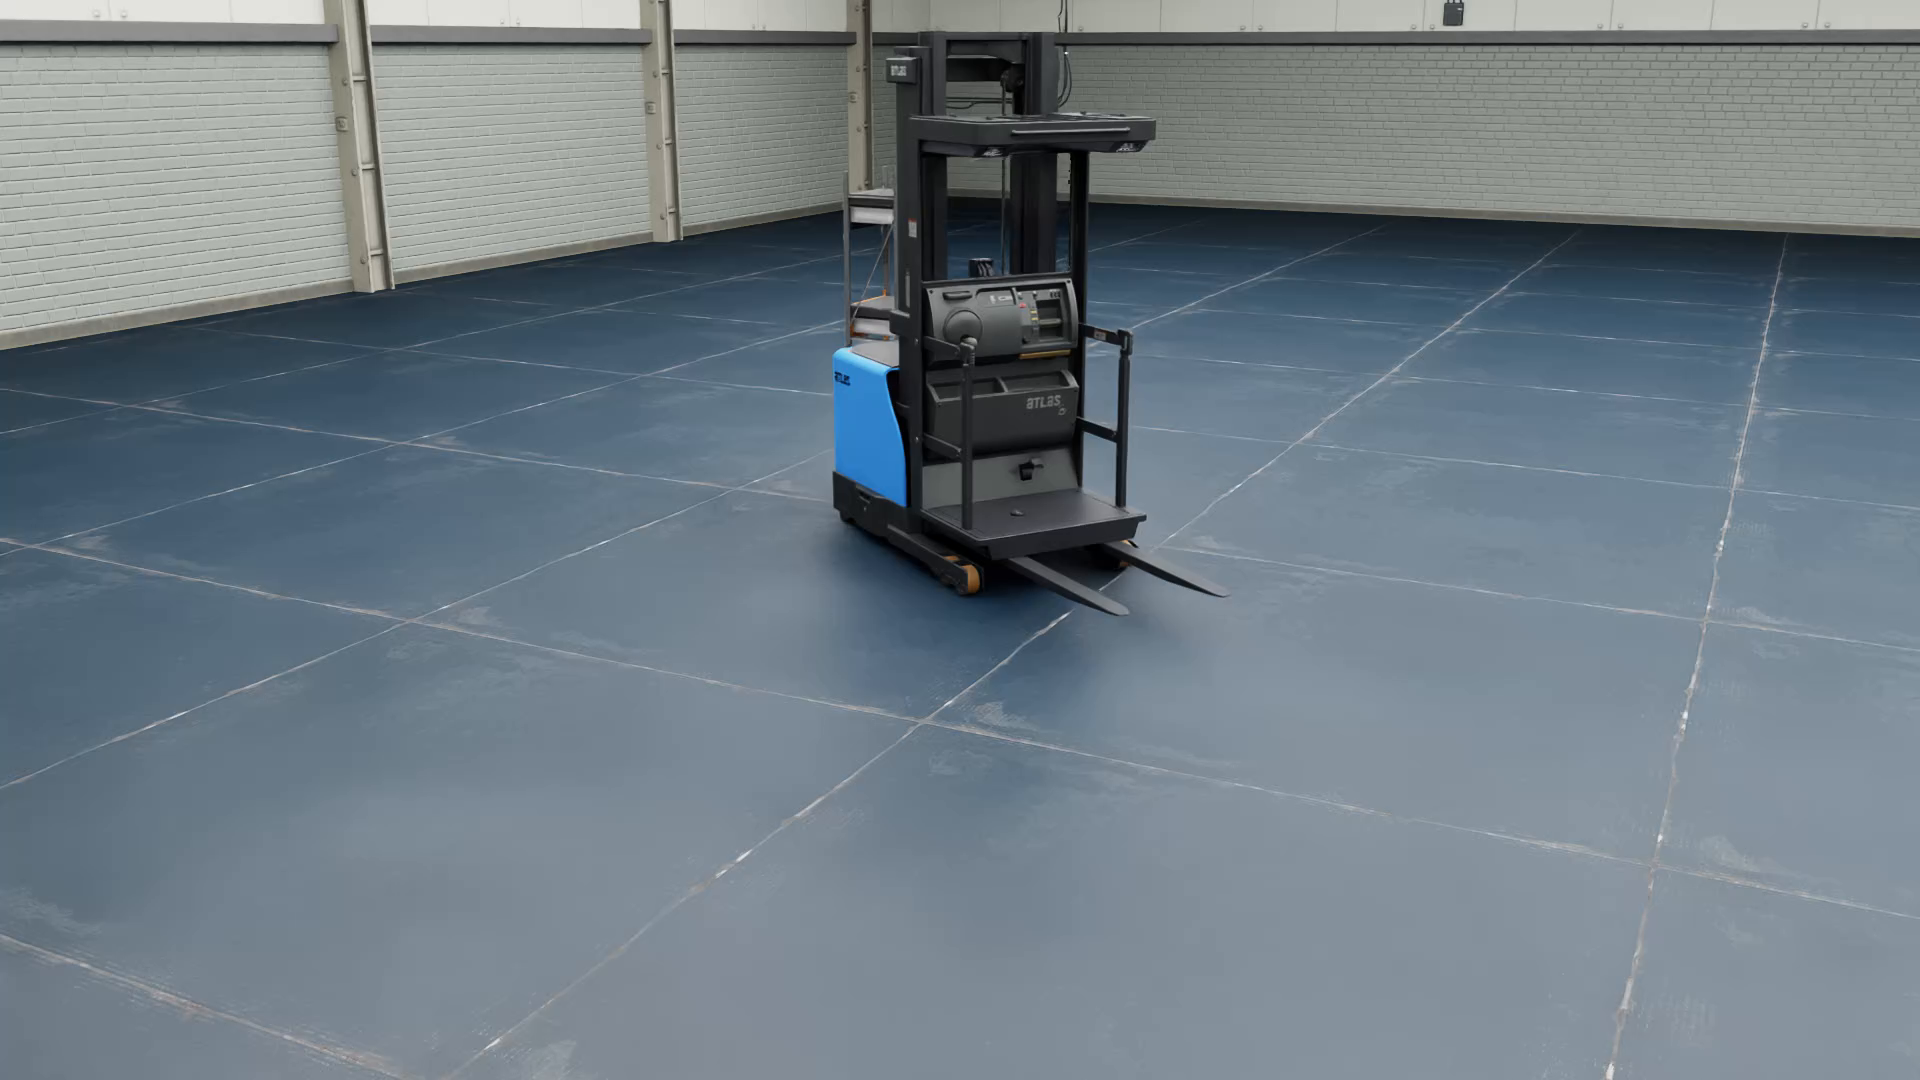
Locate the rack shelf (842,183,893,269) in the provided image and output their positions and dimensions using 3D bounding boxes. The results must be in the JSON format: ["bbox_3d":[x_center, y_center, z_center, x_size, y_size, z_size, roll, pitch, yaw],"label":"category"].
[{"bbox_3d":[-0.440,-1.994,10.627,0.431,0.518,0.480,9,19,27],"label":"rack shelf"}]

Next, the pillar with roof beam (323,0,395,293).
[{"bbox_3d":[-3.308,-6.822,17.189,9.100,9.000,0.400,8,18,25],"label":"pillar with roof beam"}]

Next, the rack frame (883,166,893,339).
[{"bbox_3d":[-0.325,-1.400,11.034,0.400,2.100,0.015,9,19,27],"label":"rack frame"}]

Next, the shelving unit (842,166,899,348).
[{"bbox_3d":[-0.441,-1.337,10.828,0.431,2.100,0.503,9,19,27],"label":"shelving unit"}]

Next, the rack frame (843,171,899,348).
[{"bbox_3d":[-0.556,-1.275,10.623,0.400,2.100,0.015,9,19,27],"label":"rack frame"}]

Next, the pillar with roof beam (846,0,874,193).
[{"bbox_3d":[2.054,-9.879,27.480,9.100,9.000,0.400,8,18,25],"label":"pillar with roof beam"}]

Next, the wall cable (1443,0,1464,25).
[{"bbox_3d":[9.188,-11.427,26.720,2.305,6.003,0.169,8,18,25],"label":"wall cable"}]

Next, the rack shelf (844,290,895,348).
[{"bbox_3d":[-0.441,-1.324,10.832,0.431,0.518,0.480,9,19,27],"label":"rack shelf"}]

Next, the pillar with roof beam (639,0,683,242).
[{"bbox_3d":[-0.627,-8.351,22.334,9.100,9.000,0.400,8,18,25],"label":"pillar with roof beam"}]

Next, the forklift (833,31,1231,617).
[{"bbox_3d":[0.345,-1.252,9.090,1.130,2.935,3.031,-9,19,-27],"label":"forklift"}]

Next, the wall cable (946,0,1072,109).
[{"bbox_3d":[0.702,-9.520,31.726,3.097,2.526,0.112,8,18,25],"label":"wall cable"}]
